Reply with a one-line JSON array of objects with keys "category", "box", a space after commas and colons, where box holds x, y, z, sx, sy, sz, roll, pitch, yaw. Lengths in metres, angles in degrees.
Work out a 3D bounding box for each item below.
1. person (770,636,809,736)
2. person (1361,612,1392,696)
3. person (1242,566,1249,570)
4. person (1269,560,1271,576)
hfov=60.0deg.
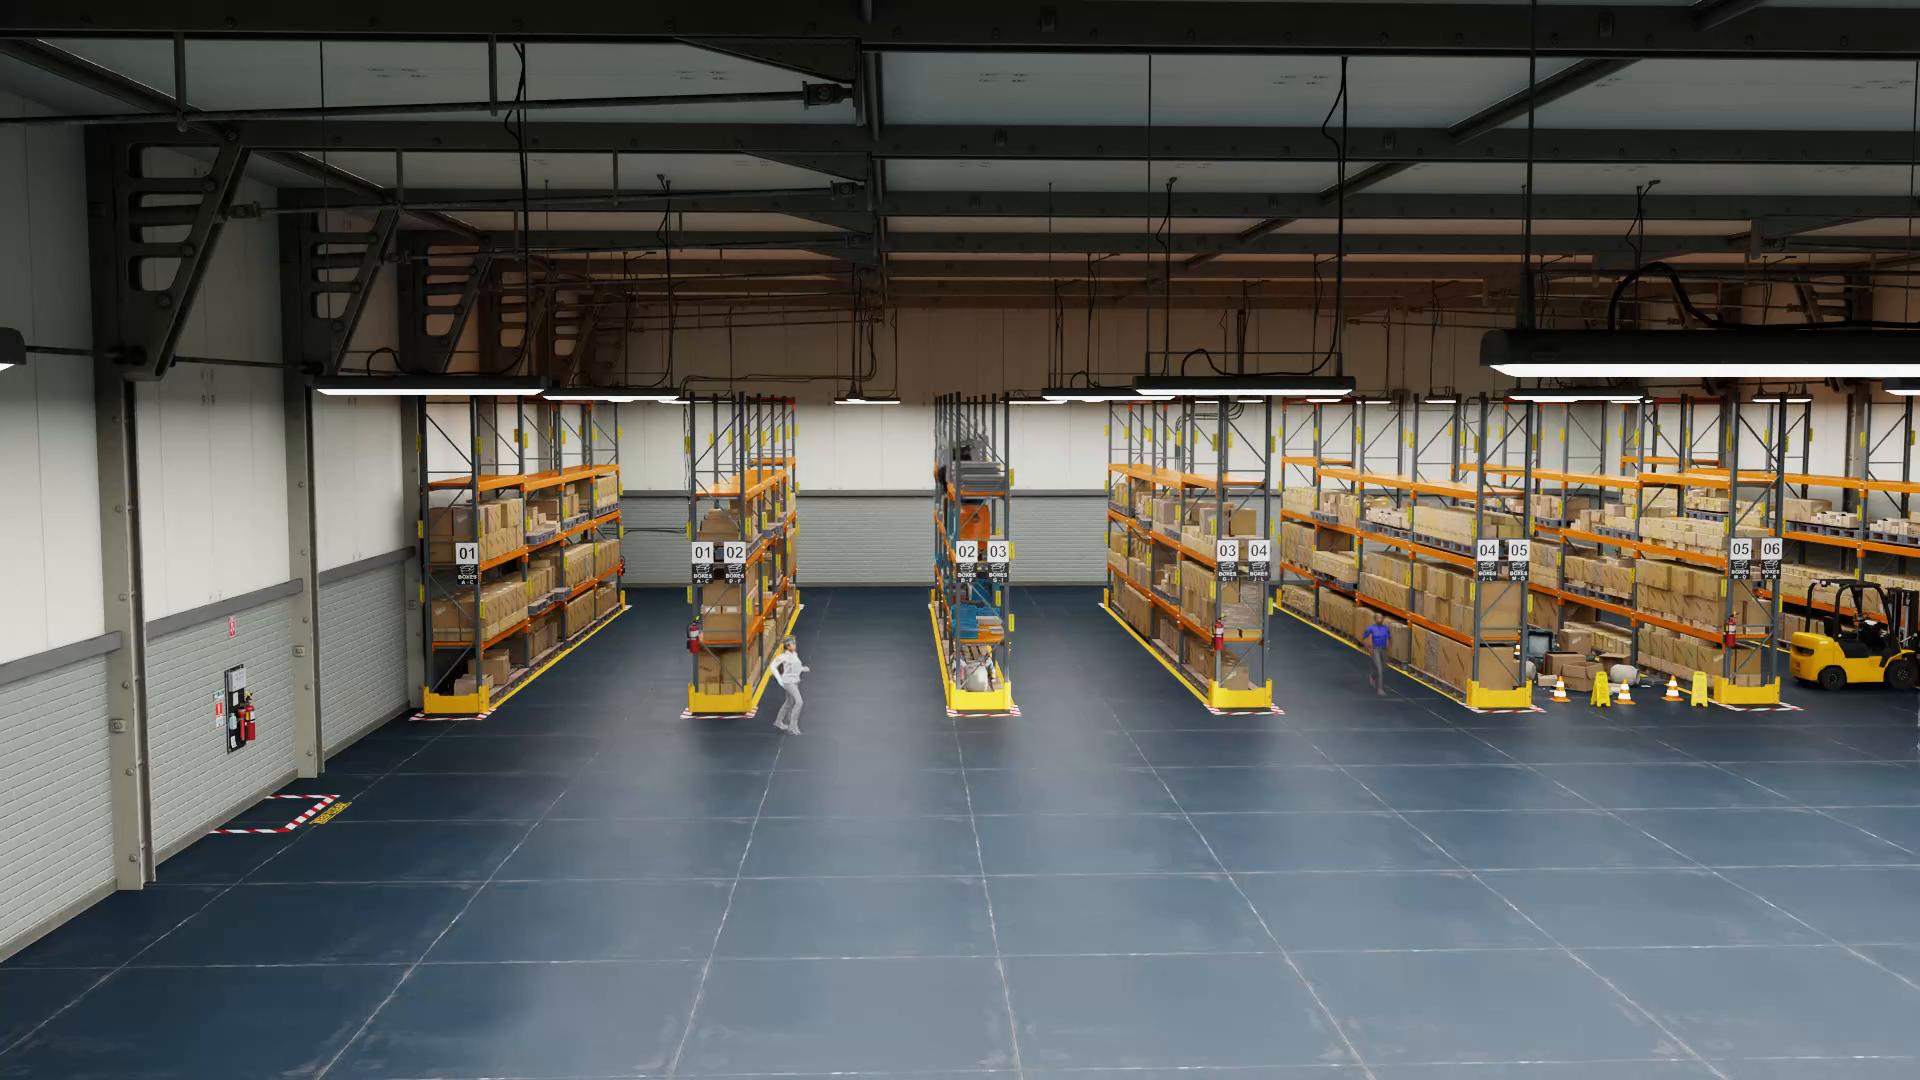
[{"category": "person", "box": [-2.966, 2.550, 29.124, 0.733, 1.750, 0.580, 2, 5, 22]}, {"category": "person", "box": [8.324, 2.254, 33.167, 0.607, 1.631, 0.756, -1, 5, -13]}, {"category": "person", "box": [7.972, 1.173, 46.250, 0.747, 1.723, 0.678, -1, 5, -11]}, {"category": "person", "box": [8.936, 1.023, 48.840, 0.577, 1.592, 0.689, -1, 5, -17]}]
